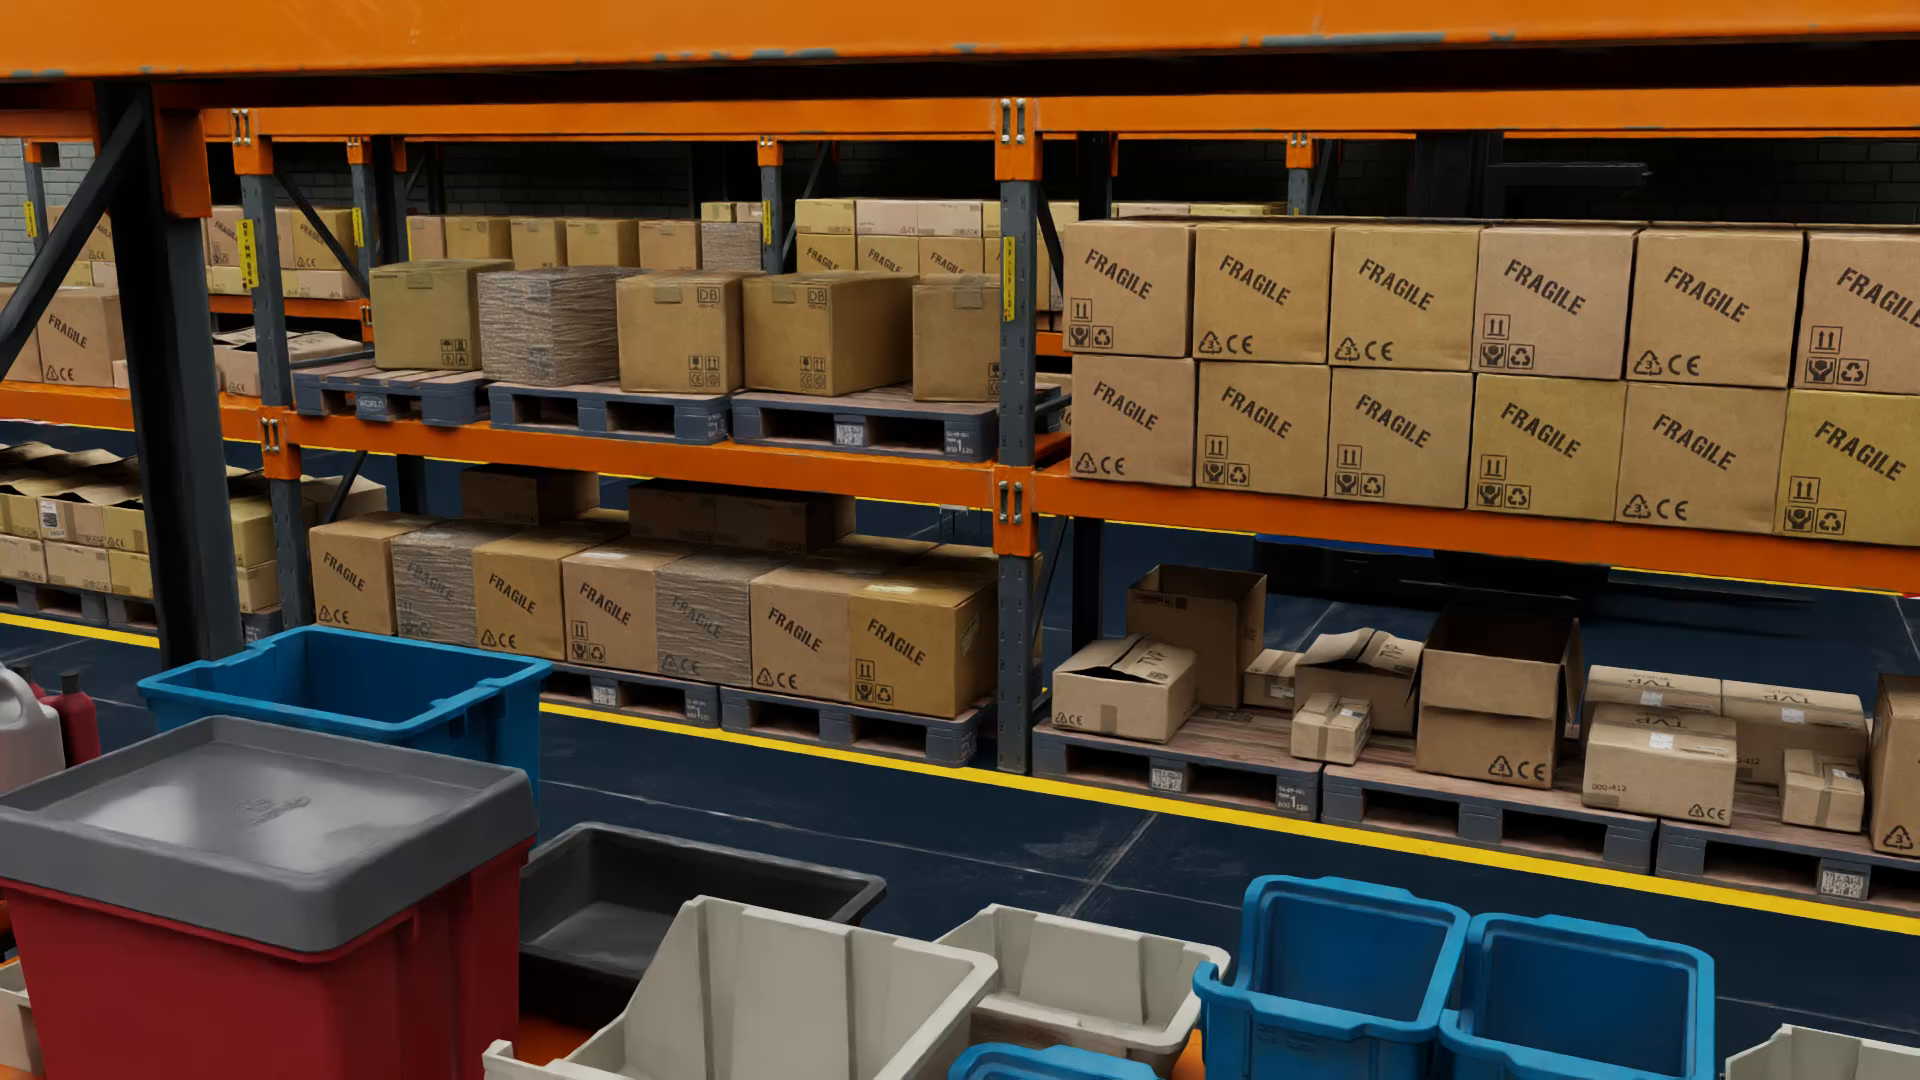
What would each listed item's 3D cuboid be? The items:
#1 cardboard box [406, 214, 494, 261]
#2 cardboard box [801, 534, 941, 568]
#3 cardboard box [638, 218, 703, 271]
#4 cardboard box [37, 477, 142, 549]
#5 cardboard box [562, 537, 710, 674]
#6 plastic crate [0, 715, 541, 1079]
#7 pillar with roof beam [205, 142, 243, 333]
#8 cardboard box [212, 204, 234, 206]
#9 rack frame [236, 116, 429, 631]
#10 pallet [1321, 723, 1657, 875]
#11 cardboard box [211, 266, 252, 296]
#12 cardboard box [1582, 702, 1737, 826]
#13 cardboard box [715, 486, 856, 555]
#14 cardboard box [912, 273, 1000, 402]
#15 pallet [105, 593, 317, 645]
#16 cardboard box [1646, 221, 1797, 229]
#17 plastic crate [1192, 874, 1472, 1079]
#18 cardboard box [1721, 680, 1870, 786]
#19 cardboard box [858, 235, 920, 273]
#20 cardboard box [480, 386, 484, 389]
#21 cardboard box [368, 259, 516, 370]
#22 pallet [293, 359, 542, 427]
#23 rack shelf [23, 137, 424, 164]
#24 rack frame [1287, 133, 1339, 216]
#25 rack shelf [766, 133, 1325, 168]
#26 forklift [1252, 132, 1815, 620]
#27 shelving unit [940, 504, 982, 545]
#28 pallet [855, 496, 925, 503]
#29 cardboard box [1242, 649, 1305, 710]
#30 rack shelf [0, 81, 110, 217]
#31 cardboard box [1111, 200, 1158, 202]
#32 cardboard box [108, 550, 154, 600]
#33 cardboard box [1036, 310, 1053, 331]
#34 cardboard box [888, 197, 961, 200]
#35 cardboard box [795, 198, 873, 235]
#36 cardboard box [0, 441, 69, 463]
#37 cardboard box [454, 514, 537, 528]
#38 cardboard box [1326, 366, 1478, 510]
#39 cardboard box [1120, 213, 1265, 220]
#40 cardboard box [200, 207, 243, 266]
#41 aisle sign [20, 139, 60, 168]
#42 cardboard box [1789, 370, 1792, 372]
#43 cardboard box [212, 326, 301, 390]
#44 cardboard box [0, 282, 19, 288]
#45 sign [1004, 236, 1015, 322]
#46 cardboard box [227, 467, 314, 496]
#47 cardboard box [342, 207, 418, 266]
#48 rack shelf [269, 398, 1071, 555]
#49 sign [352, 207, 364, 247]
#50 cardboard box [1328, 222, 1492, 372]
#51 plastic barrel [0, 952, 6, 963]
[{"bbox_3d":[-4.445,-2.559,14.410,0.500,0.500,0.700,6,14,23],"label":"cardboard box"},{"bbox_3d":[-0.421,0.285,7.981,0.500,0.500,0.500,6,14,24],"label":"cardboard box"},{"bbox_3d":[-2.195,-2.330,13.437,0.500,0.500,0.700,4,14,18],"label":"cardboard box"},{"bbox_3d":[-4.760,-0.175,9.305,0.500,0.311,0.500,6,14,23],"label":"cardboard box"},{"bbox_3d":[-1.526,0.302,7.912,0.500,0.500,0.500,5,14,21],"label":"cardboard box"},{"bbox_3d":[-0.880,0.534,2.141,0.583,0.464,0.402,6,14,23],"label":"plastic crate"},{"bbox_3d":[-9.307,-4.857,12.257,0.400,9.000,9.100,6,14,23],"label":"pillar with roof beam"},{"bbox_3d":[-7.106,-2.927,15.806,0.500,0.500,0.500,5,14,22],"label":"cardboard box"},{"bbox_3d":[-3.243,-0.945,8.715,0.127,3.000,1.000,6,14,23],"label":"rack frame"},{"bbox_3d":[2.161,0.959,6.705,1.213,0.211,1.003,6,14,23],"label":"pallet"},{"bbox_3d":[-6.371,-2.358,15.023,0.500,0.250,0.500,6,14,23],"label":"cardboard box"},{"bbox_3d":[2.618,0.827,6.221,0.500,0.250,0.500,6,14,23],"label":"cardboard box"},{"bbox_3d":[-0.843,-0.125,8.089,0.500,0.250,0.500,6,14,23],"label":"cardboard box"},{"bbox_3d":[0.072,-0.918,7.464,0.500,0.500,0.700,1,13,4],"label":"cardboard box"},{"bbox_3d":[-3.980,0.328,9.393,1.213,0.211,1.003,6,14,23],"label":"pallet"},{"bbox_3d":[2.836,-0.930,6.245,0.500,0.500,0.500,6,14,24],"label":"cardboard box"},{"bbox_3d":[0.491,0.641,2.193,0.300,0.233,0.416,6,14,23],"label":"plastic crate"},{"bbox_3d":[3.232,0.764,6.488,0.500,0.250,0.500,6,14,23],"label":"cardboard box"},{"bbox_3d":[-0.424,-2.034,12.444,0.500,0.500,0.500,6,15,25],"label":"cardboard box"},{"bbox_3d":[-4.217,-1.282,14.663,0.500,0.500,0.700,6,15,25],"label":"cardboard box"},{"bbox_3d":[-2.621,-1.163,8.508,0.500,0.500,0.700,1,13,4],"label":"cardboard box"},{"bbox_3d":[-2.595,-0.803,8.532,1.003,0.211,1.213,6,14,23],"label":"pallet"},{"bbox_3d":[-6.725,-3.645,15.231,4.000,0.370,1.077,6,14,23],"label":"rack shelf"},{"bbox_3d":[2.417,-1.610,11.549,0.127,3.000,1.000,6,14,23],"label":"rack frame"},{"bbox_3d":[0.589,-2.905,12.077,4.000,0.370,1.077,6,14,23],"label":"rack shelf"},{"bbox_3d":[3.317,-1.091,9.489,3.031,2.935,1.130,6,14,23],"label":"forklift"},{"bbox_3d":[0.007,-0.437,11.149,0.210,0.900,0.258,6,14,23],"label":"shelving unit"},{"bbox_3d":[-0.549,-0.534,13.066,1.213,0.211,1.003,6,14,23],"label":"pallet"},{"bbox_3d":[1.417,0.615,7.346,0.250,0.149,0.380,6,14,23],"label":"cardboard box"},{"bbox_3d":[-3.424,-0.836,3.258,4.000,0.370,1.077,6,14,23],"label":"rack shelf"},{"bbox_3d":[1.161,-2.367,12.222,0.500,0.250,0.500,5,14,21],"label":"cardboard box"},{"bbox_3d":[-4.295,0.145,9.172,0.500,0.250,0.500,6,14,23],"label":"cardboard box"},{"bbox_3d":[0.612,-1.623,12.111,0.250,0.149,0.380,6,15,25],"label":"cardboard box"},{"bbox_3d":[-0.248,-2.512,12.837,0.500,0.250,0.500,5,14,21],"label":"cardboard box"},{"bbox_3d":[-0.903,-2.450,12.573,0.500,0.250,0.500,6,15,25],"label":"cardboard box"},{"bbox_3d":[-5.935,-0.429,10.390,0.500,0.311,0.500,6,15,25],"label":"cardboard box"},{"bbox_3d":[-2.293,0.096,8.790,0.500,0.500,0.500,6,15,25],"label":"cardboard box"},{"bbox_3d":[1.696,-0.426,6.284,0.500,0.500,0.500,6,14,23],"label":"cardboard box"},{"bbox_3d":[0.982,-1.117,7.043,0.500,0.500,0.500,6,14,24],"label":"cardboard box"},{"bbox_3d":[-6.845,-2.773,15.148,0.500,0.500,0.500,6,15,25],"label":"cardboard box"},{"bbox_3d":[-8.741,-3.930,15.745,0.004,0.787,0.394,6,14,23],"label":"aisle sign"},{"bbox_3d":[3.299,-0.396,6.157,0.500,0.500,0.500,6,14,23],"label":"cardboard box"},{"bbox_3d":[-3.982,-1.025,9.250,0.500,0.311,0.500,6,14,23],"label":"cardboard box"},{"bbox_3d":[-5.723,-1.240,9.756,0.500,0.500,0.500,7,15,27],"label":"cardboard box"},{"bbox_3d":[0.193,-1.022,6.510,0.005,0.325,0.100,6,14,23],"label":"sign"},{"bbox_3d":[-4.086,-0.240,9.585,0.500,0.311,0.500,5,14,22],"label":"cardboard box"},{"bbox_3d":[-5.242,-2.739,15.004,0.500,0.500,0.500,5,14,22],"label":"cardboard box"},{"bbox_3d":[-1.414,-0.409,8.009,4.000,0.370,1.077,6,14,23],"label":"rack shelf"},{"bbox_3d":[-5.110,-2.657,14.118,0.005,0.325,0.100,6,14,23],"label":"sign"},{"bbox_3d":[1.673,-0.912,6.170,0.500,0.500,0.500,5,14,22],"label":"cardboard box"},{"bbox_3d":[-2.086,1.223,3.151,0.708,0.901,0.600,6,14,23],"label":"plastic barrel"}]
